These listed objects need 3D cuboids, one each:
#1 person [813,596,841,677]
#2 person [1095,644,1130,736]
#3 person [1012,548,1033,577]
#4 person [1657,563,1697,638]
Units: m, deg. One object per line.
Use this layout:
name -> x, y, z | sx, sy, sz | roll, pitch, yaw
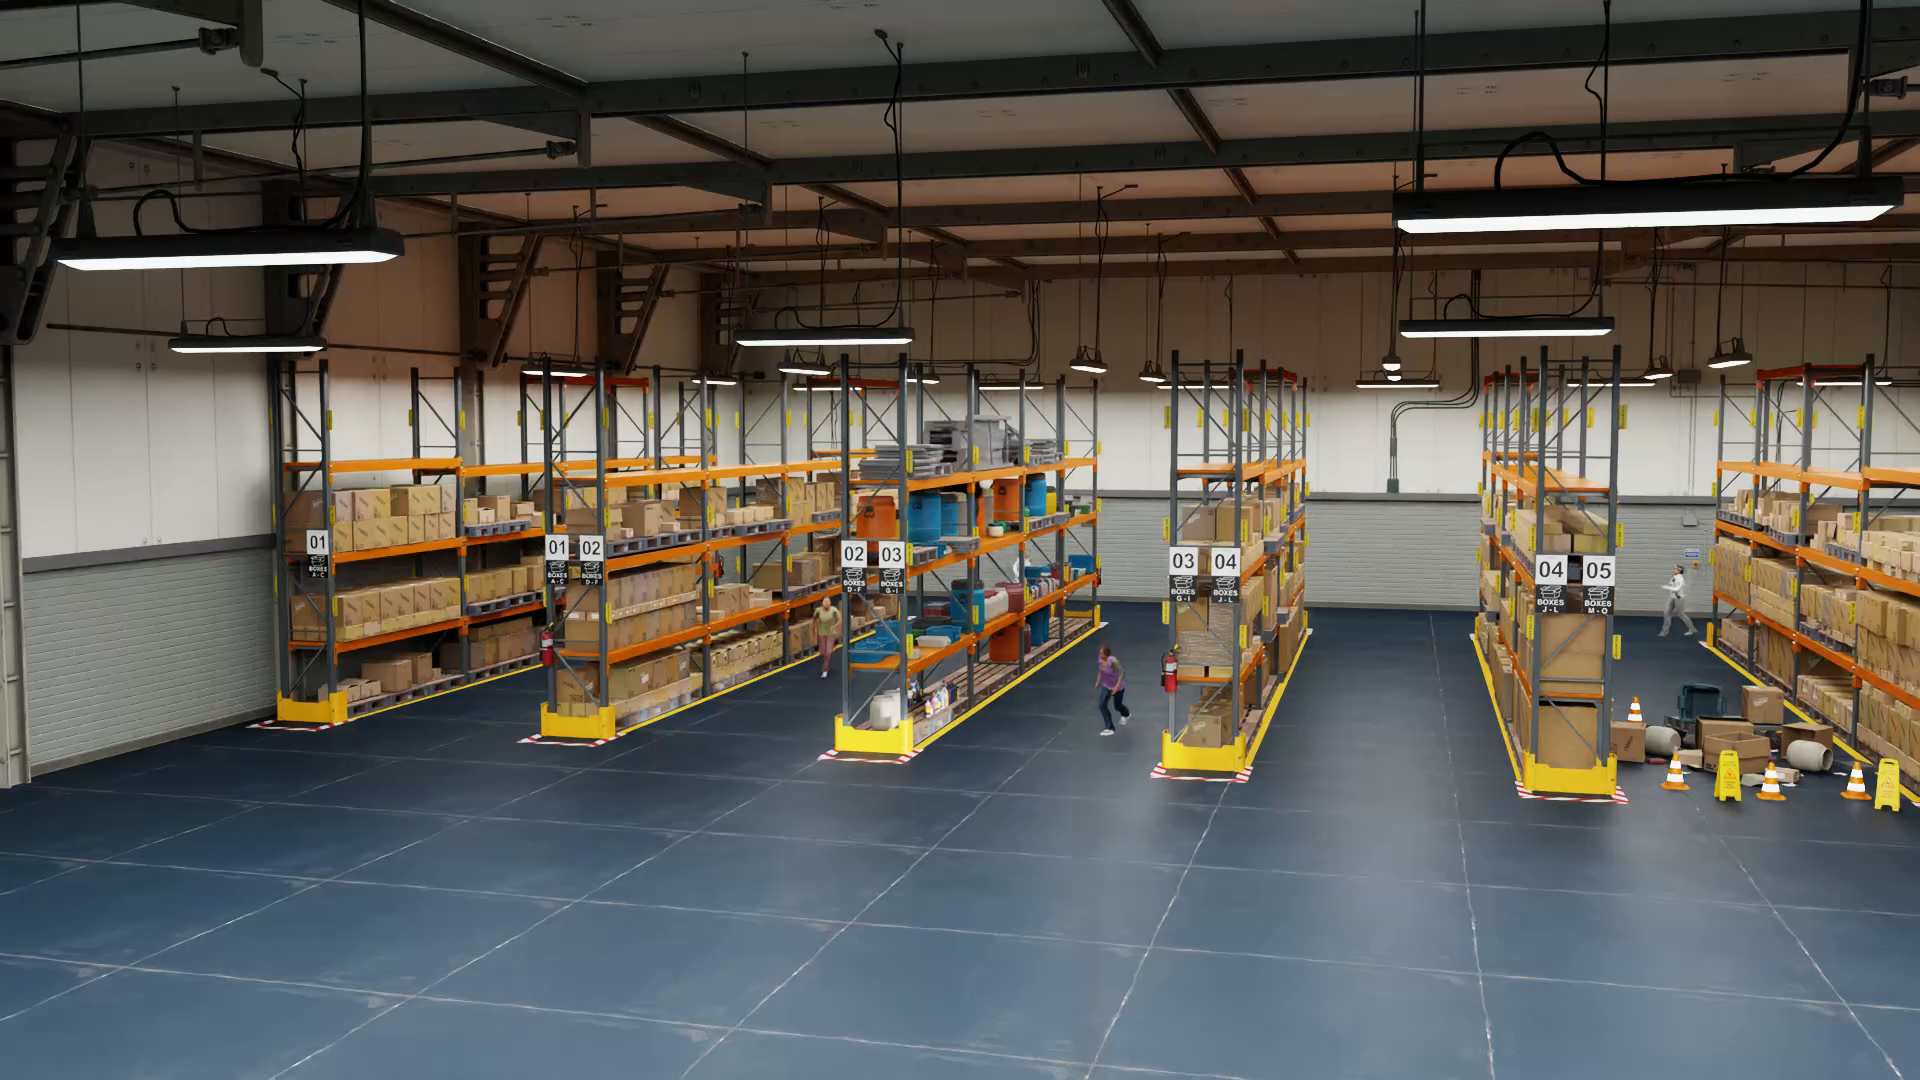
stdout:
person -> -2.602, 1.865, 32.546 | 0.565, 1.602, 0.649 | 0, 4, -3
person -> 2.468, 2.340, 26.398 | 0.498, 1.459, 0.964 | 3, 5, 37
person -> 1.655, 1.027, 43.400 | 0.854, 1.673, 0.598 | 2, 5, 24
person -> 16.512, 1.396, 38.254 | 0.826, 1.735, 0.599 | 0, 4, 6
